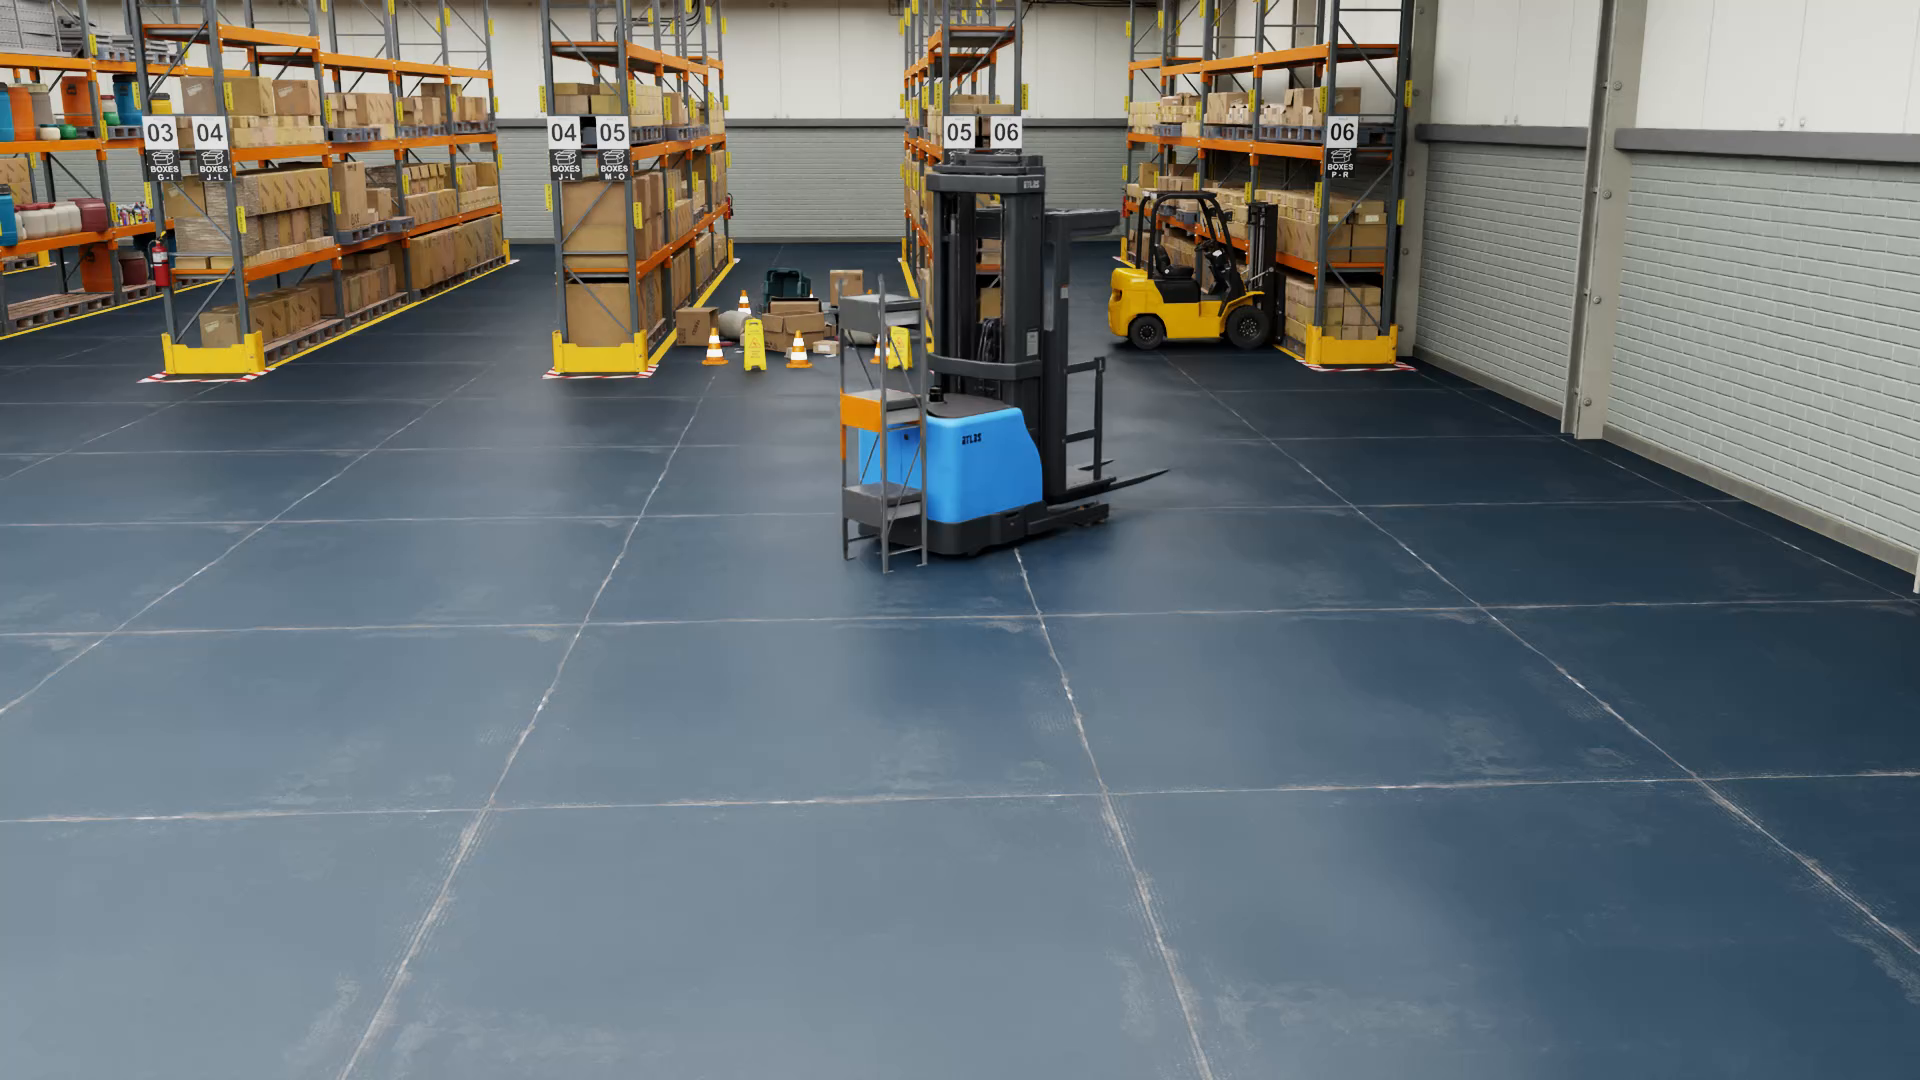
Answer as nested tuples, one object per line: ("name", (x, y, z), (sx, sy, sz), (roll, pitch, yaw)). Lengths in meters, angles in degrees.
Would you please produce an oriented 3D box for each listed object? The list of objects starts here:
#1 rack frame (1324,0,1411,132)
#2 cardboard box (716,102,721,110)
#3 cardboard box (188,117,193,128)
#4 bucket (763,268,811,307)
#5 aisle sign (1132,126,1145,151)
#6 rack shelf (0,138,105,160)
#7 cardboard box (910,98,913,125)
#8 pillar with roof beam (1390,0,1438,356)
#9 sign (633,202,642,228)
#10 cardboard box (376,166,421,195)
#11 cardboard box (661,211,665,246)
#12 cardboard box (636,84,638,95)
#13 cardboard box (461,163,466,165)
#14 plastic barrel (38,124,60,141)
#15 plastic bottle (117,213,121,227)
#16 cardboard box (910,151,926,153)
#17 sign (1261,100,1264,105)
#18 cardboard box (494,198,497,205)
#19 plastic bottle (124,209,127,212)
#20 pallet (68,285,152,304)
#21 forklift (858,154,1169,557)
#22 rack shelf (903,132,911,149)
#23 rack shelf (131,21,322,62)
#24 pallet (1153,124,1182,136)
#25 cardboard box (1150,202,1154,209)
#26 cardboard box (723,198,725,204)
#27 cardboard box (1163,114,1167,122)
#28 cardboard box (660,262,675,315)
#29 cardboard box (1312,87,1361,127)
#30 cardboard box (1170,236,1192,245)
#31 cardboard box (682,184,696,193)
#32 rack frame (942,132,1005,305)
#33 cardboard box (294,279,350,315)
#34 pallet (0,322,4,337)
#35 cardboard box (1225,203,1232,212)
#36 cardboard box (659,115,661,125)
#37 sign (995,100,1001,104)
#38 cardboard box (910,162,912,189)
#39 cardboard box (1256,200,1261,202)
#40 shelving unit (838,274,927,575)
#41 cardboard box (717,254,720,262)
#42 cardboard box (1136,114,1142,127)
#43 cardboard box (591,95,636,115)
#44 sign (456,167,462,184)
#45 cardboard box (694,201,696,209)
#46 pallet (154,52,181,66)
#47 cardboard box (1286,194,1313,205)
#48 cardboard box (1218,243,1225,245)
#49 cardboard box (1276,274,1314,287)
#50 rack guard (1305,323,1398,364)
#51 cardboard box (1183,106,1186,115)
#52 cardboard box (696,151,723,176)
("rack frame", (5.232, -6.750, 21.203), (1.000, 3.000, 0.127), (-1, 14, -3))
("cardboard box", (-5.275, -9.192, 35.208), (0.380, 0.149, 0.250), (-1, 14, -3))
("cardboard box", (-9.840, -5.318, 21.158), (0.380, 0.149, 0.250), (-1, 14, -5))
("bucket", (-2.594, -3.813, 25.347), (0.726, 0.611, 0.620), (4, 5, 16))
("aisle sign", (3.944, -9.096, 37.141), (0.394, 0.787, 0.004), (-1, 14, -3))
("rack shelf", (-14.928, -6.135, 26.273), (1.077, 0.370, 4.000), (-1, 14, -3))
("cardboard box", (-0.700, -8.233, 31.941), (0.500, 0.500, 0.500), (-1, 14, -4))
("pillar with roof beam", (1.792, -6.871, 21.672), (9.100, 9.000, 0.400), (-1, 14, -3))
("sign", (-4.102, -4.131, 21.165), (0.100, 0.325, 0.005), (-1, 14, -3))
("cardboard box", (-10.175, -6.483, 29.988), (0.797, 0.503, 0.637), (-1, 14, -2))
("cardboard box", (-4.869, -4.642, 24.747), (0.875, 0.550, 0.550), (-1, 14, -3))
("cardboard box", (-4.390, -5.849, 21.579), (0.380, 0.149, 0.250), (-1, 14, -4))
("cardboard box", (-10.813, -7.780, 35.445), (0.500, 0.500, 0.500), (-1, 14, -5))
("plastic barrel", (-14.740, -6.601, 26.919), (0.301, 0.262, 0.301), (0, 14, 0))
("plastic bottle", (-14.736, -5.607, 29.058), (0.097, 0.271, 0.097), (0, 14, 0))
("cardboard box", (-0.848, -8.050, 34.786), (0.380, 0.149, 0.250), (-1, 14, -3))
("sign", (5.291, -7.583, 29.261), (0.100, 0.325, 0.005), (-1, 14, -3))
("cardboard box", (-10.236, -7.324, 35.976), (0.380, 0.149, 0.250), (-1, 14, -3))
("plastic bottle", (-15.456, -6.024, 30.818), (0.097, 0.201, 0.097), (0, 14, 0))
("pallet", (-15.142, -4.373, 29.598), (1.003, 0.211, 1.213), (-1, 14, -3))
("forklift", (0.568, -1.595, 13.345), (1.130, 2.935, 3.031), (13, 19, 40))
("rack shelf", (-0.589, -8.354, 34.898), (1.077, 0.370, 4.000), (-1, 14, -3))
("rack shelf", (-9.737, -6.667, 22.331), (1.077, 0.370, 4.000), (-1, 14, -3))
("pallet", (4.459, -8.028, 32.565), (1.213, 0.211, 1.003), (-1, 14, -3))
("cardboard box", (4.139, -6.912, 34.375), (0.380, 0.149, 0.250), (-1, 14, -2))
("cardboard box", (-5.345, -7.447, 36.453), (0.380, 0.149, 0.250), (-1, 14, -3))
("cardboard box", (4.136, -8.141, 32.089), (0.380, 0.149, 0.250), (-1, 14, -3))
("cardboard box", (-5.032, -3.928, 25.944), (1.050, 0.750, 0.750), (-1, 14, -4))
("cardboard box", (4.962, -5.704, 21.913), (0.500, 0.500, 0.500), (0, 14, -2))
("cardboard box", (4.367, -5.912, 32.855), (0.380, 0.149, 0.250), (-2, 15, -6))
("cardboard box", (-5.070, -6.470, 30.621), (0.380, 0.149, 0.250), (0, 14, -2))
("rack frame", (0.278, -3.768, 21.650), (1.000, 3.000, 0.127), (-1, 14, -3))
("cardboard box", (-9.877, -3.765, 25.773), (0.700, 0.500, 0.500), (-2, 15, -8))
("pallet", (-14.804, -3.015, 24.320), (1.003, 0.211, 1.213), (-1, 14, -3))
("cardboard box", (4.634, -5.383, 27.224), (0.500, 0.250, 0.500), (-1, 14, -2))
("cardboard box", (-4.546, -6.095, 24.138), (0.380, 0.149, 0.250), (-1, 14, -3))
("sign", (0.572, -6.476, 25.118), (0.100, 0.325, 0.005), (-1, 14, -3))
("cardboard box", (-0.725, -7.171, 32.669), (0.500, 0.500, 0.500), (-1, 14, -3))
("cardboard box", (4.742, -5.119, 25.400), (0.380, 0.149, 0.250), (-1, 14, -4))
("shelving unit", (-0.560, -0.846, 12.101), (0.431, 2.100, 0.503), (-12, 19, -39))
("cardboard box", (-5.222, -5.891, 34.780), (0.380, 0.149, 0.250), (-1, 14, -5))
("cardboard box", (4.067, -8.980, 35.594), (0.500, 0.250, 0.500), (-1, 14, -5))
("cardboard box", (-4.430, -5.566, 21.280), (0.500, 0.250, 0.500), (-1, 14, -4))
("sign", (-9.815, -7.132, 32.562), (0.100, 0.325, 0.005), (-1, 14, -3))
("cardboard box", (-5.049, -6.119, 30.449), (0.380, 0.149, 0.250), (0, 14, -2))
("pallet", (-15.218, -8.937, 30.885), (1.003, 0.211, 1.213), (-1, 14, -3))
("cardboard box", (4.900, -4.882, 23.881), (0.380, 0.149, 0.250), (-1, 14, -3))
("cardboard box", (5.006, -5.472, 31.147), (0.380, 0.149, 0.250), (-2, 15, -6))
("cardboard box", (4.790, -3.689, 24.014), (0.500, 0.250, 0.500), (-1, 14, -5))
("rack guard", (5.234, -2.629, 22.239), (1.175, 0.500, 0.348), (-1, 14, -3))
("cardboard box", (4.339, -7.956, 30.811), (0.380, 0.149, 0.250), (-1, 14, -3))
("cardboard box", (-5.298, -7.957, 35.127), (0.500, 0.500, 0.500), (0, 14, -1))
